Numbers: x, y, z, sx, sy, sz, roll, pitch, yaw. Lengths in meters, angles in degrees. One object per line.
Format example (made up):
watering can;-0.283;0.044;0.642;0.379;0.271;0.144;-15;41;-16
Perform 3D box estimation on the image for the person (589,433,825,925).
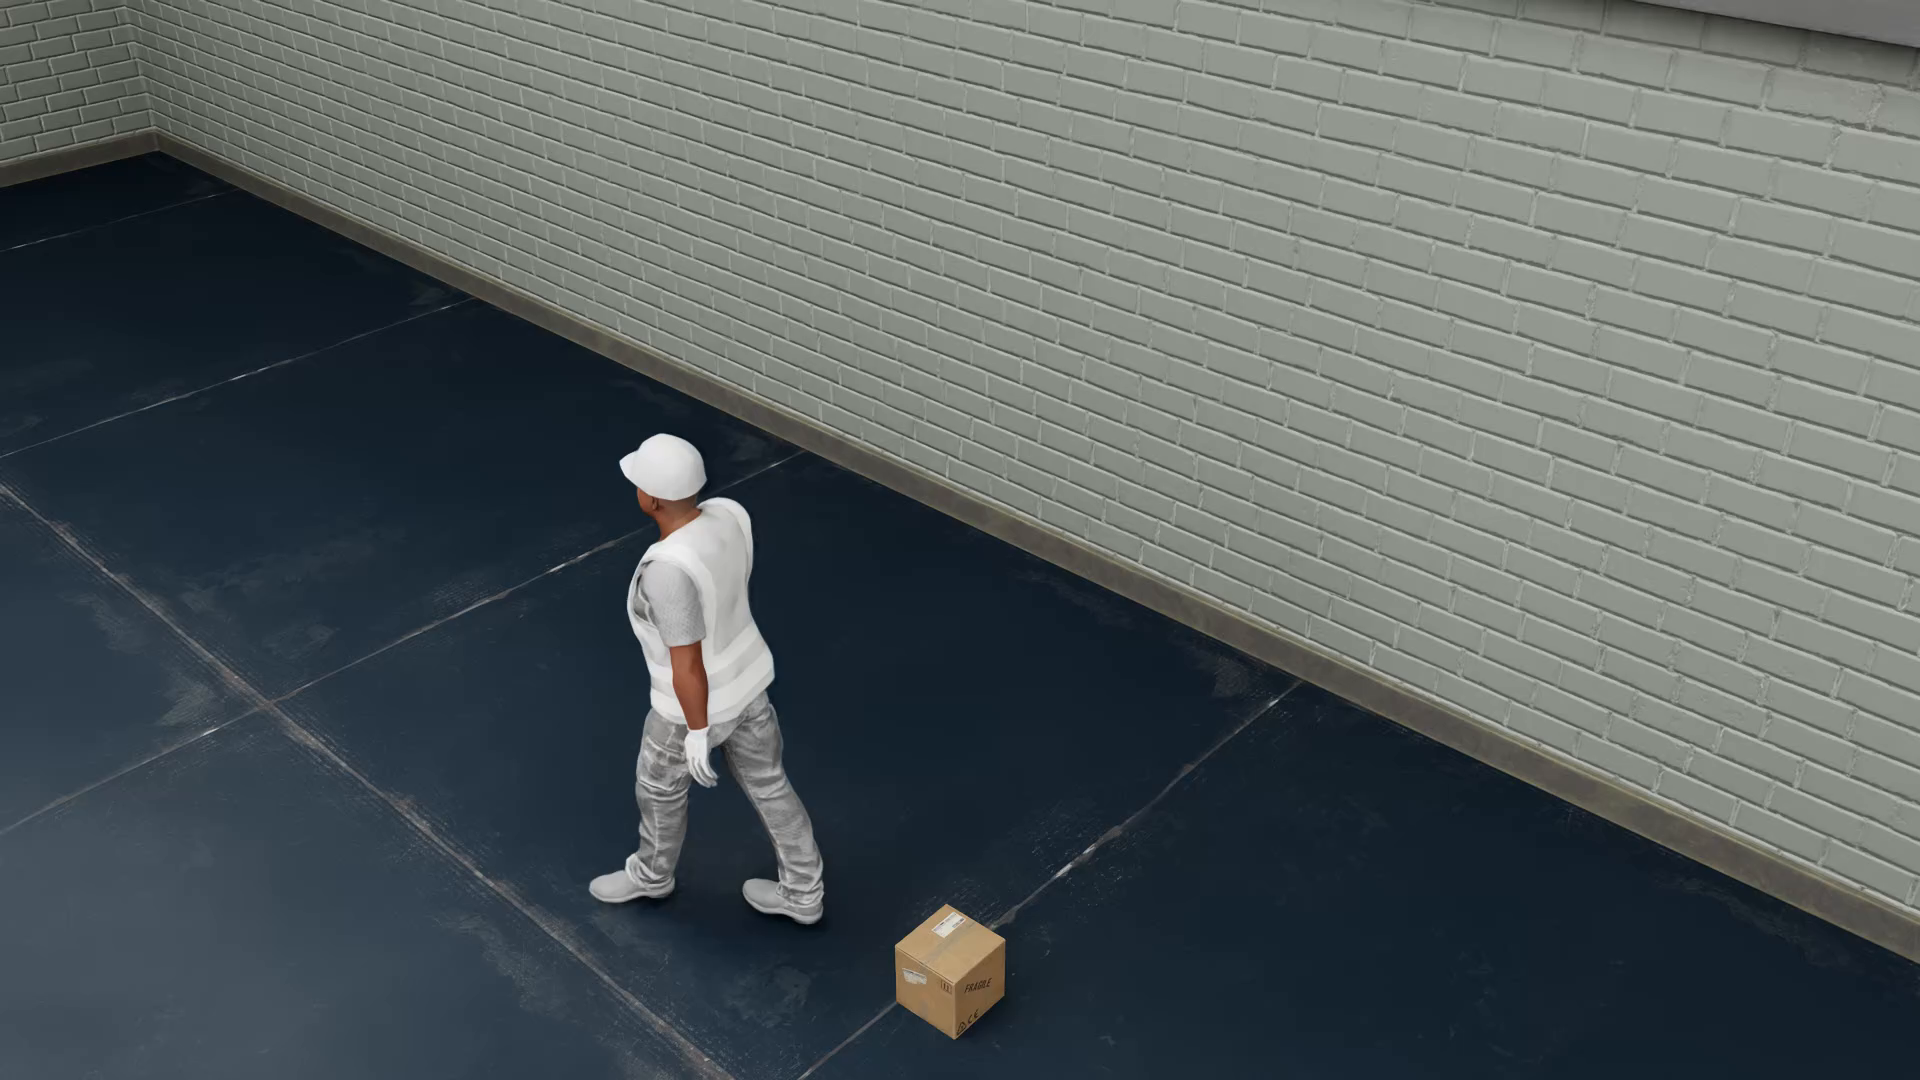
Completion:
person;-0.839;0.470;5.336;0.819;1.770;0.592;15;34;23
